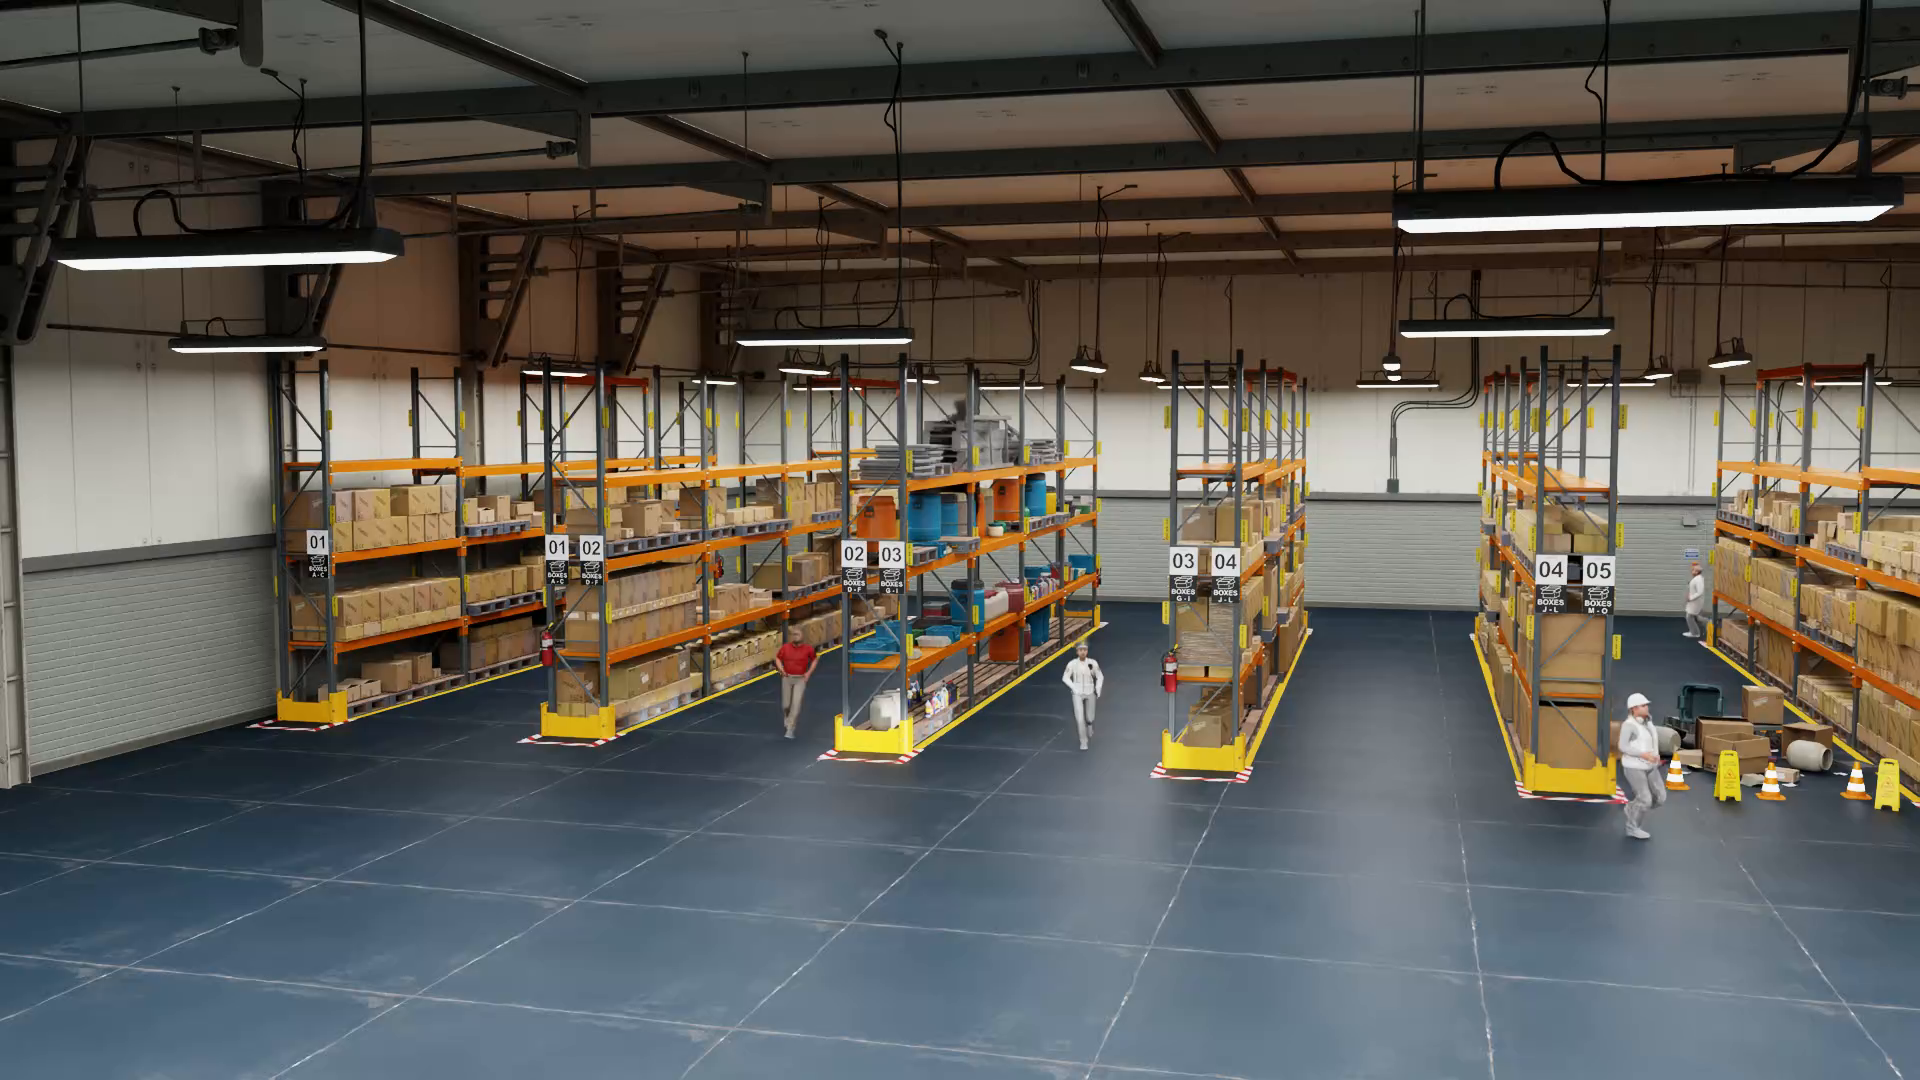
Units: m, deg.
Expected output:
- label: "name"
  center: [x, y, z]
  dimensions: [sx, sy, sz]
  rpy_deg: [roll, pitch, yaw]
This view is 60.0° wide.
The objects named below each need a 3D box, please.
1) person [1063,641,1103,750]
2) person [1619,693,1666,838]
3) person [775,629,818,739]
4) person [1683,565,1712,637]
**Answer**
- label: "person"
  center: [1.877, 2.352, 25.405]
  dimensions: [0.621, 1.658, 0.585]
  rpy_deg: [0, 4, 4]
- label: "person"
  center: [8.179, 2.705, 19.907]
  dimensions: [0.654, 1.724, 0.596]
  rpy_deg: [-3, 5, -34]
- label: "person"
  center: [-2.611, 2.255, 26.487]
  dimensions: [0.672, 1.706, 0.796]
  rpy_deg: [0, 4, 3]
- label: "person"
  center: [16.972, 1.422, 38.131]
  dimensions: [0.655, 1.688, 0.749]
  rpy_deg: [2, 4, 22]
